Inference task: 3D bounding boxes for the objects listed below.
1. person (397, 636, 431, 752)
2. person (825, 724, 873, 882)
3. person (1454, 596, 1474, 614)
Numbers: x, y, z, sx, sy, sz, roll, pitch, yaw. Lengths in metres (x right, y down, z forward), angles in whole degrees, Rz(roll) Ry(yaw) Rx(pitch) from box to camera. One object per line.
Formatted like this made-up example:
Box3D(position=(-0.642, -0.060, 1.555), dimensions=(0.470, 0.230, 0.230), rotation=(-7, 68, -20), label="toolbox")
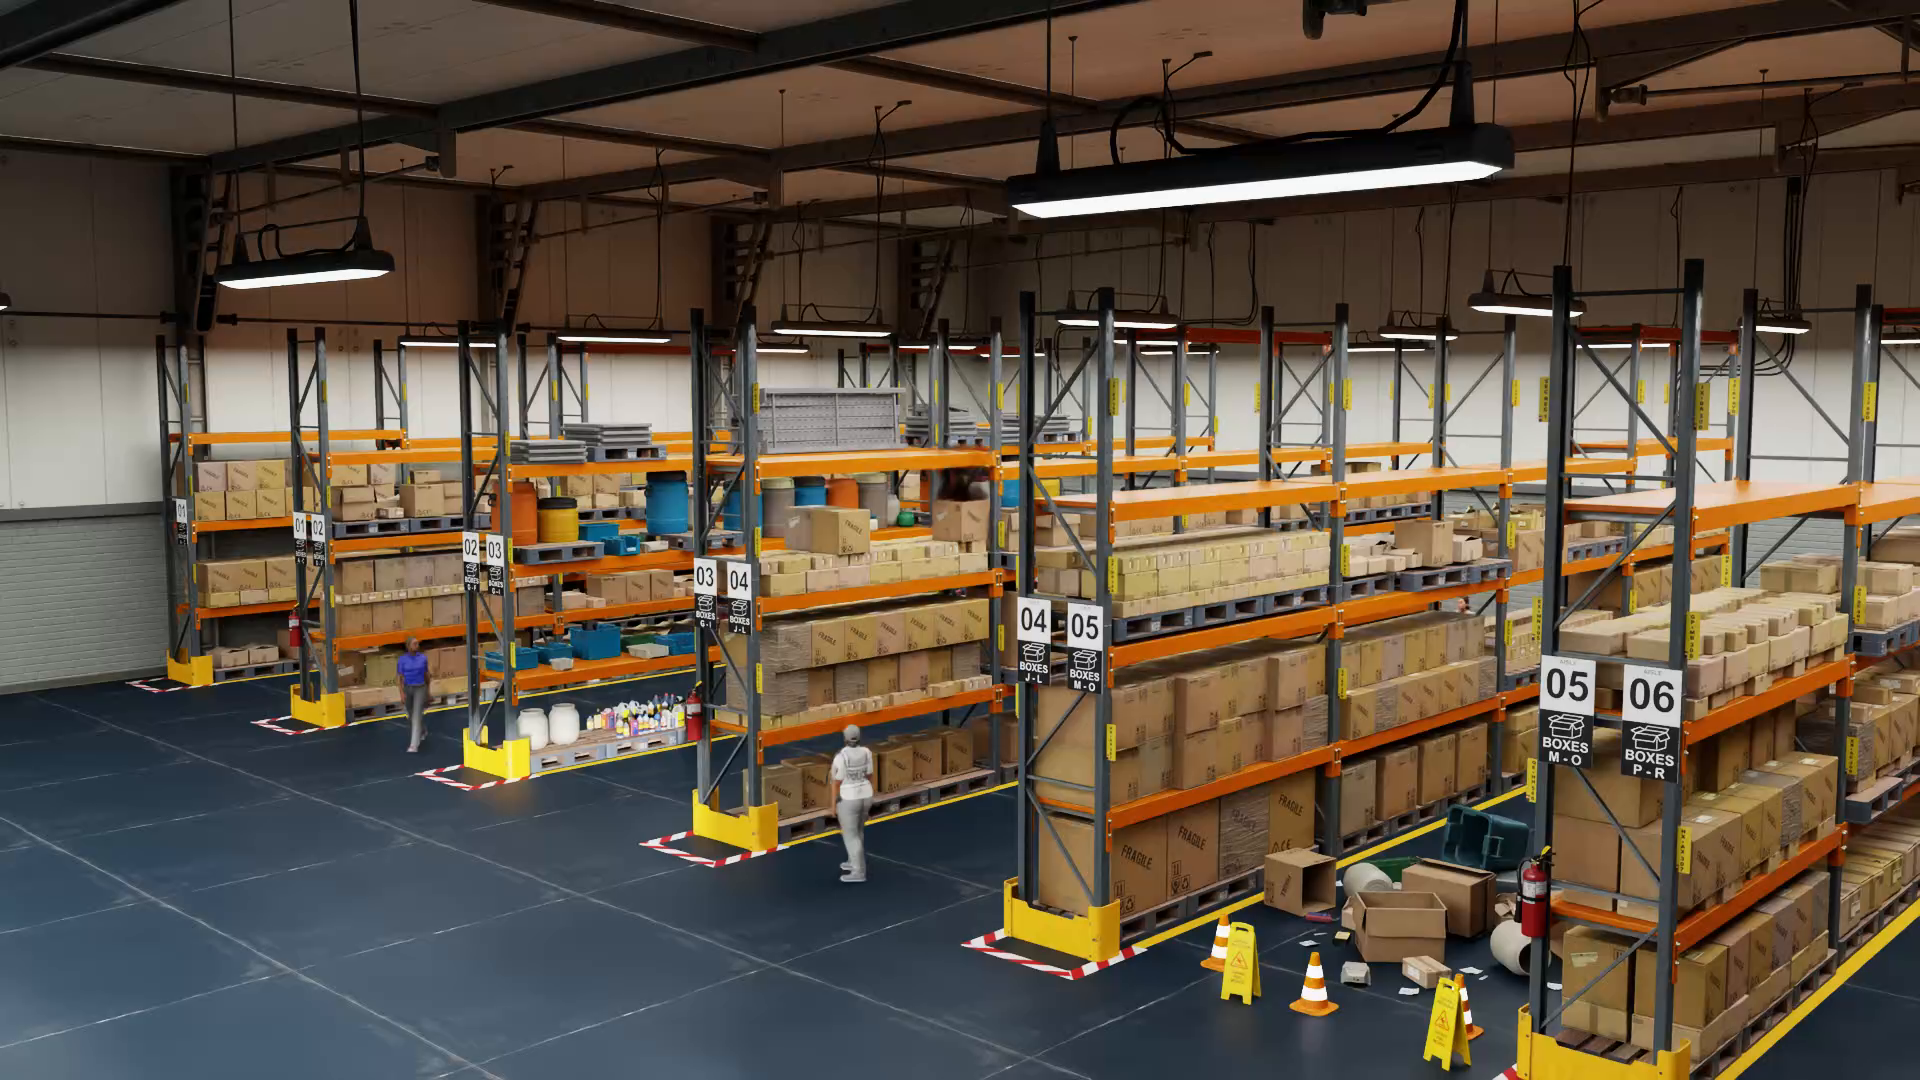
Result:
Box3D(position=(-7.725, 2.154, 23.530), dimensions=(0.408, 1.602, 0.979), rotation=(0, 5, 4), label="person")
Box3D(position=(-1.176, 2.715, 17.360), dimensions=(0.552, 1.655, 0.580), rotation=(3, 6, 33), label="person")
Box3D(position=(8.282, 1.732, 27.444), dimensions=(0.587, 1.644, 0.997), rotation=(5, 7, 41), label="person")
